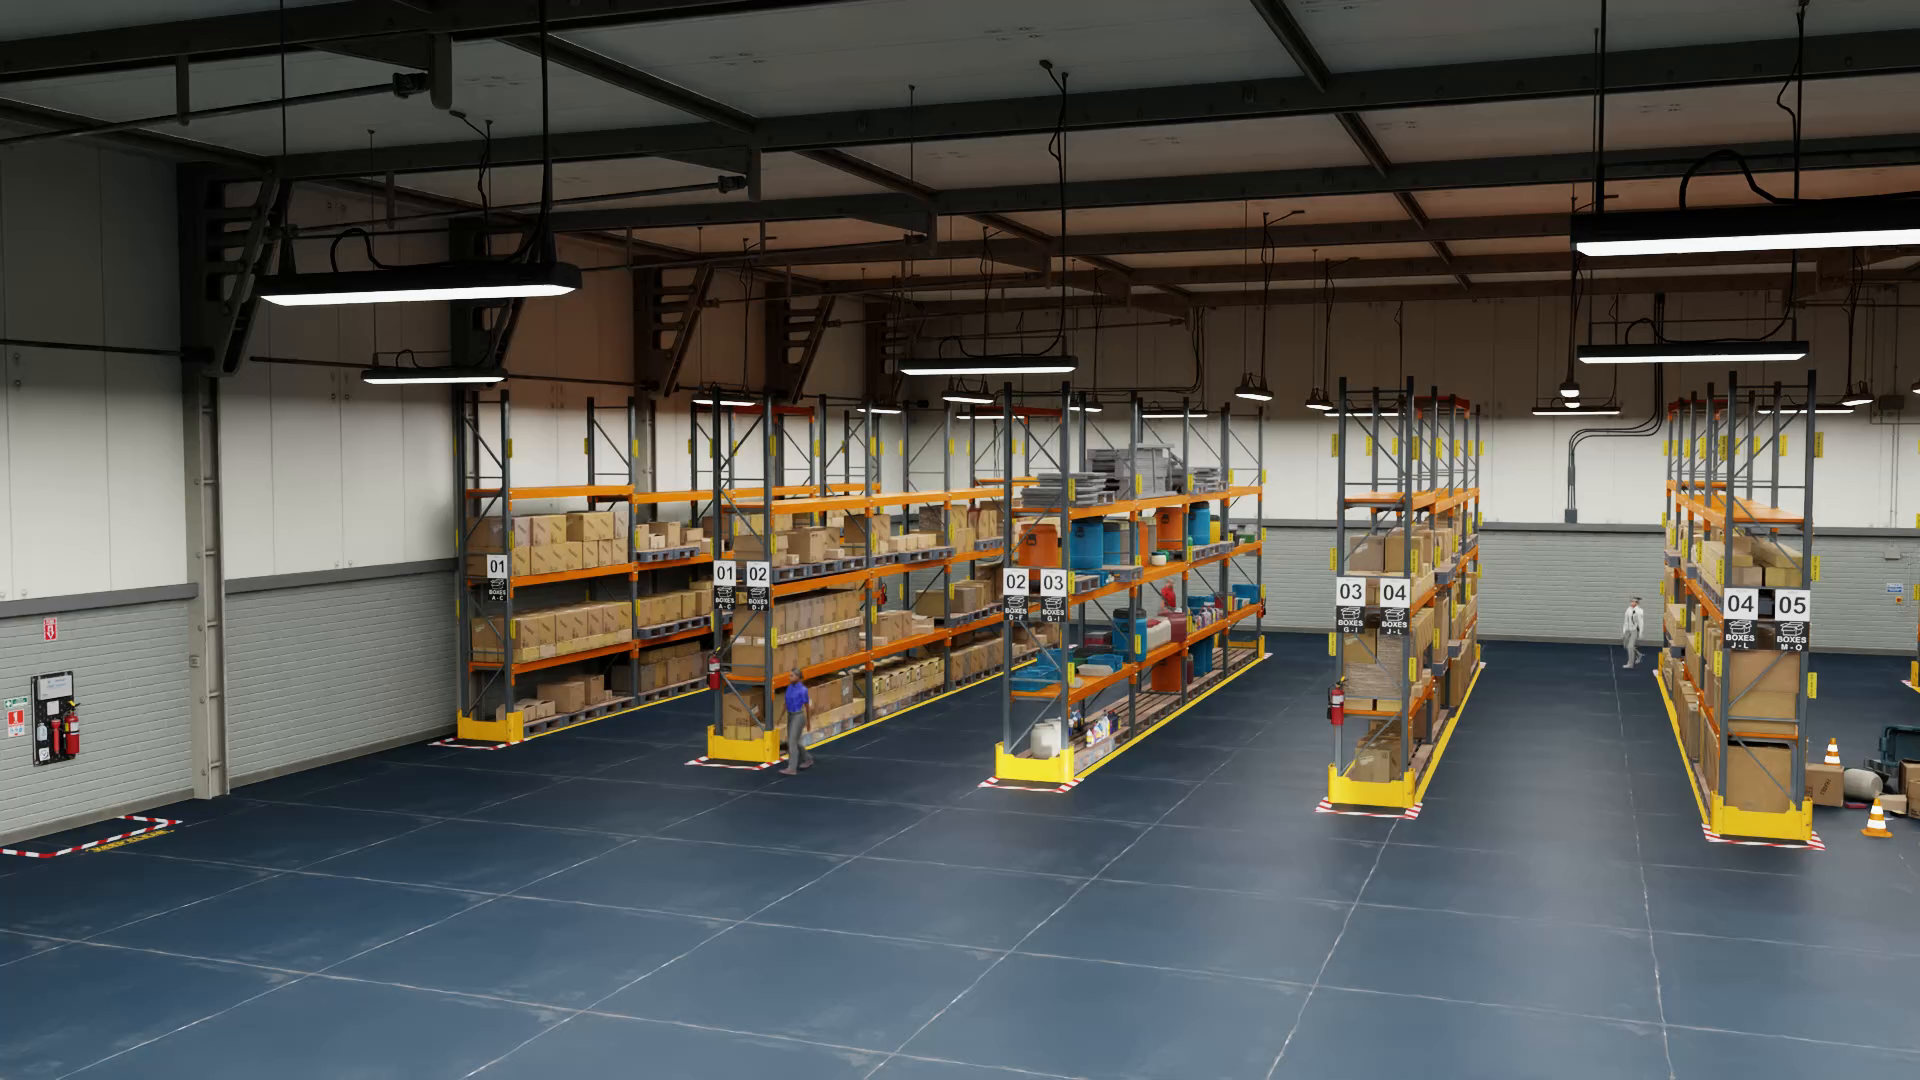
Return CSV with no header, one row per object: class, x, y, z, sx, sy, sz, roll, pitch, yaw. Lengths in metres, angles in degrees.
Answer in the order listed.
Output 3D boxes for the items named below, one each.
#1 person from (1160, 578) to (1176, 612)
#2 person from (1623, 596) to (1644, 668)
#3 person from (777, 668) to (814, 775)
person,5.223,1.860,42.030,0.640,1.627,0.588,3,4,40
person,15.319,2.074,37.754,0.696,1.646,0.499,-2,3,-26
person,-2.529,2.785,25.691,0.782,1.614,0.562,-2,4,-32
